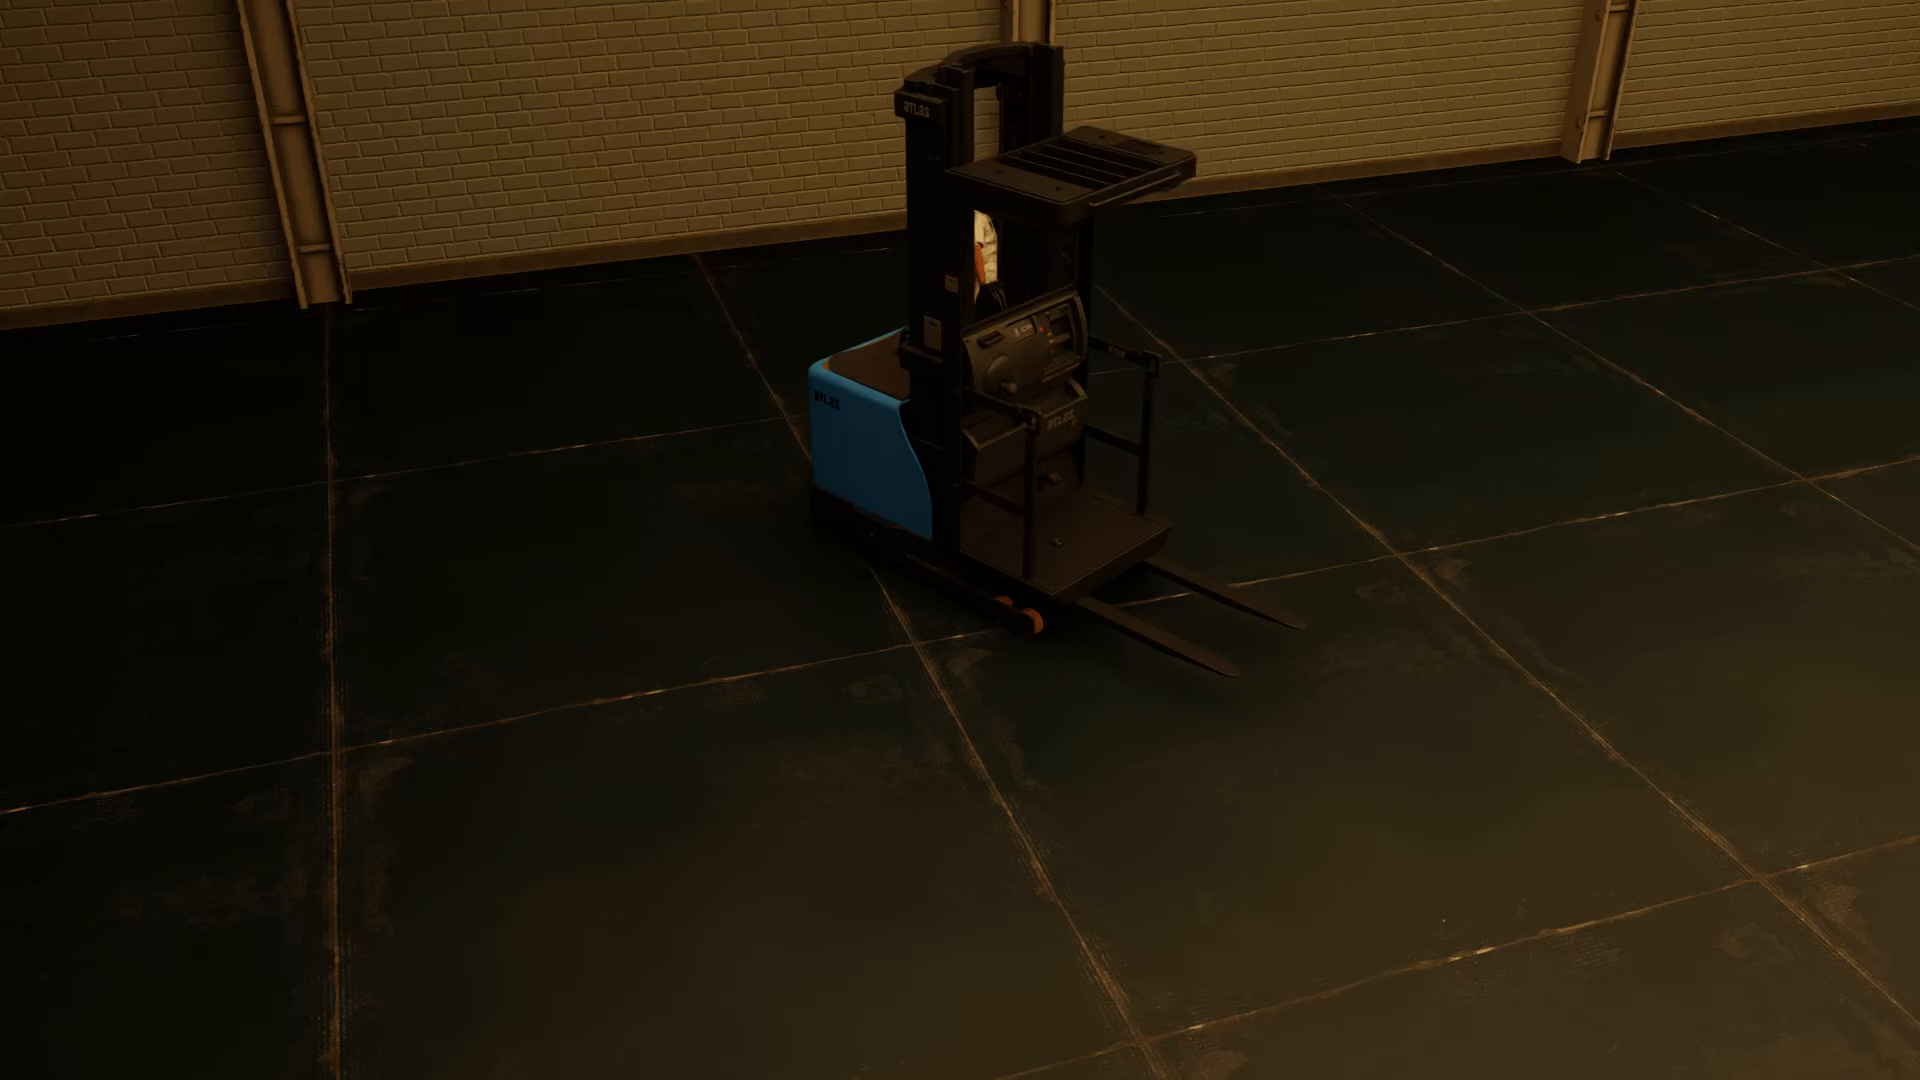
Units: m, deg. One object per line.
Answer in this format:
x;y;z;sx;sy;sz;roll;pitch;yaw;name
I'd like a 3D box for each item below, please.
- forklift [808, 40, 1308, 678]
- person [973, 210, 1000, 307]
0.515;-1.027;8.871;3.031;2.935;1.130;25;38;37;forklift
0.192;-1.856;11.841;0.698;1.454;0.715;-19;35;-29;person
